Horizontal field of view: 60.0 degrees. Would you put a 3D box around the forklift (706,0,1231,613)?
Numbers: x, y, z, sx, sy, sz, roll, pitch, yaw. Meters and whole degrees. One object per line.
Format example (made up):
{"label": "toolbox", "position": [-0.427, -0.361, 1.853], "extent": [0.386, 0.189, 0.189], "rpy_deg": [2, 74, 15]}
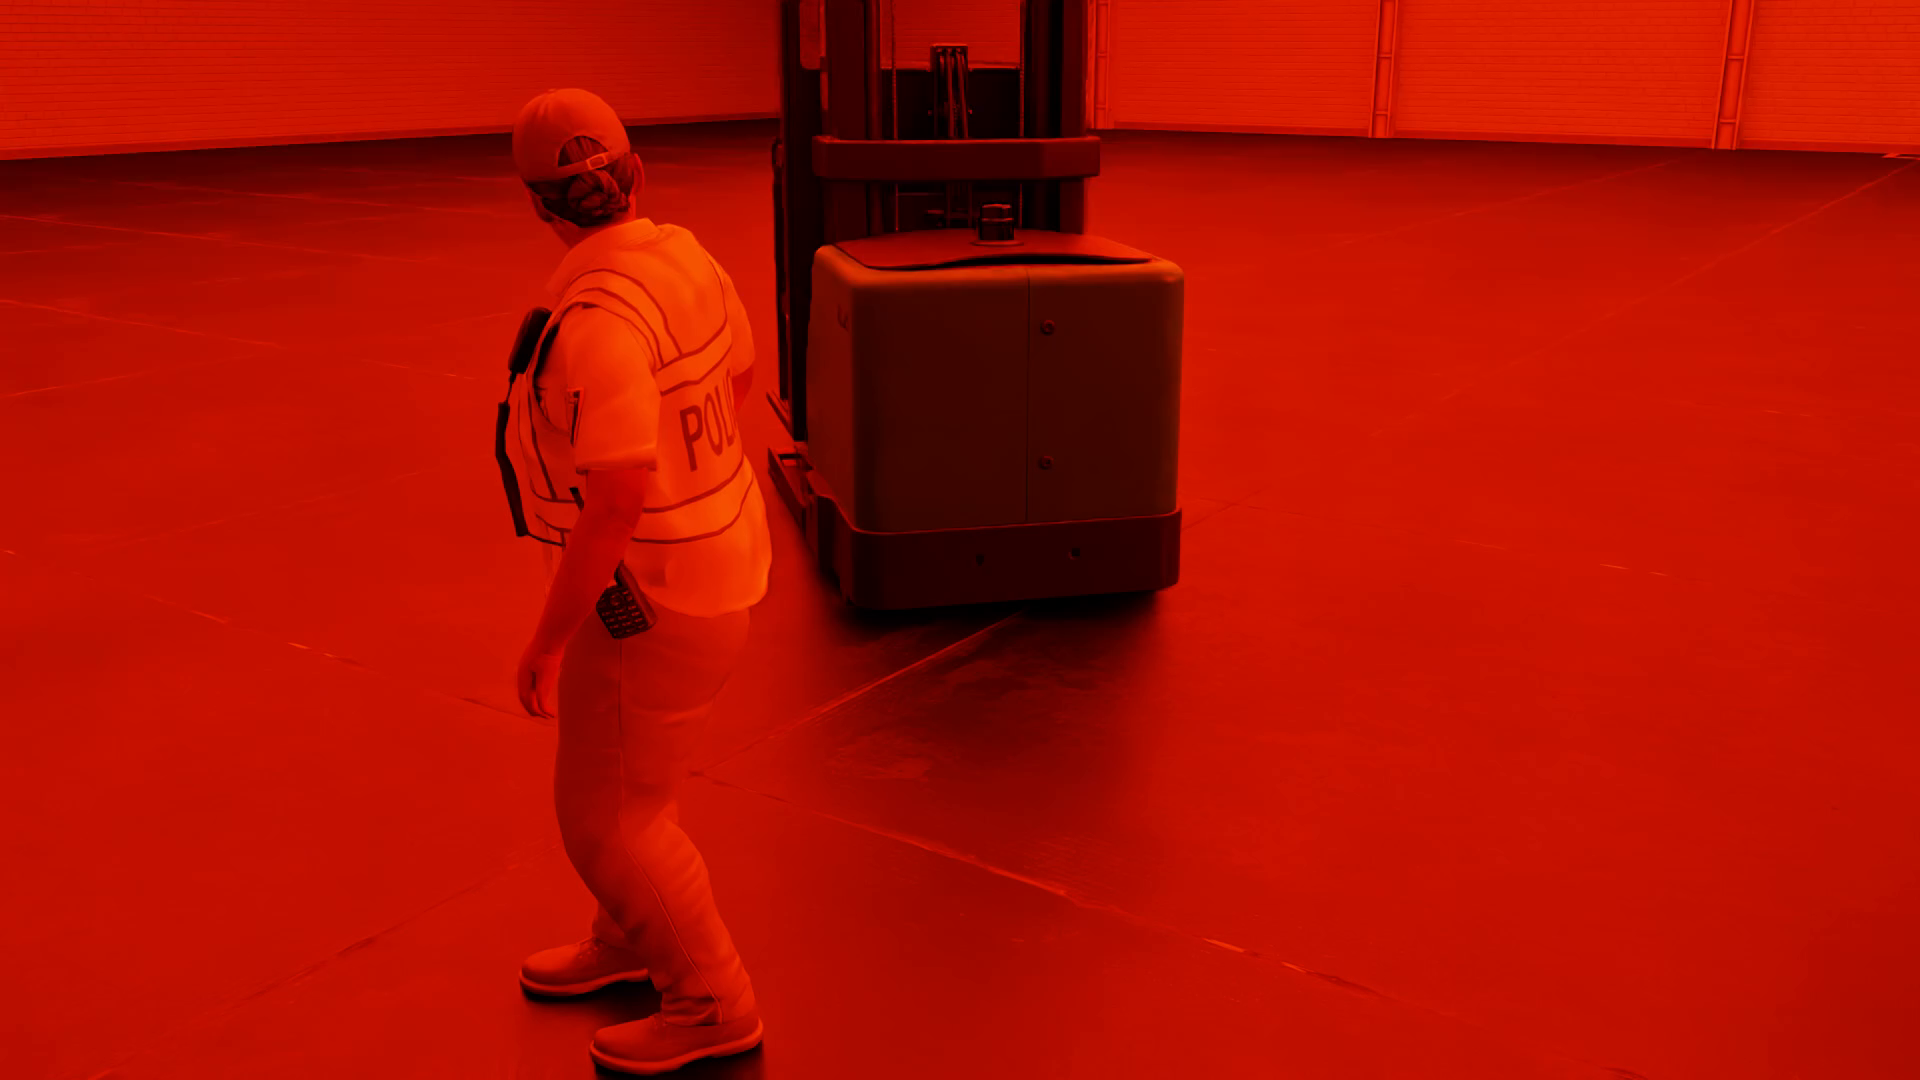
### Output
{"label": "forklift", "position": [-0.326, -1.554, 6.028], "extent": [1.130, 2.935, 3.031], "rpy_deg": [-10, 19, -30]}

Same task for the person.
{"label": "person", "position": [-0.580, 0.082, 2.779], "extent": [0.519, 1.663, 0.653], "rpy_deg": [0, 17, 0]}
